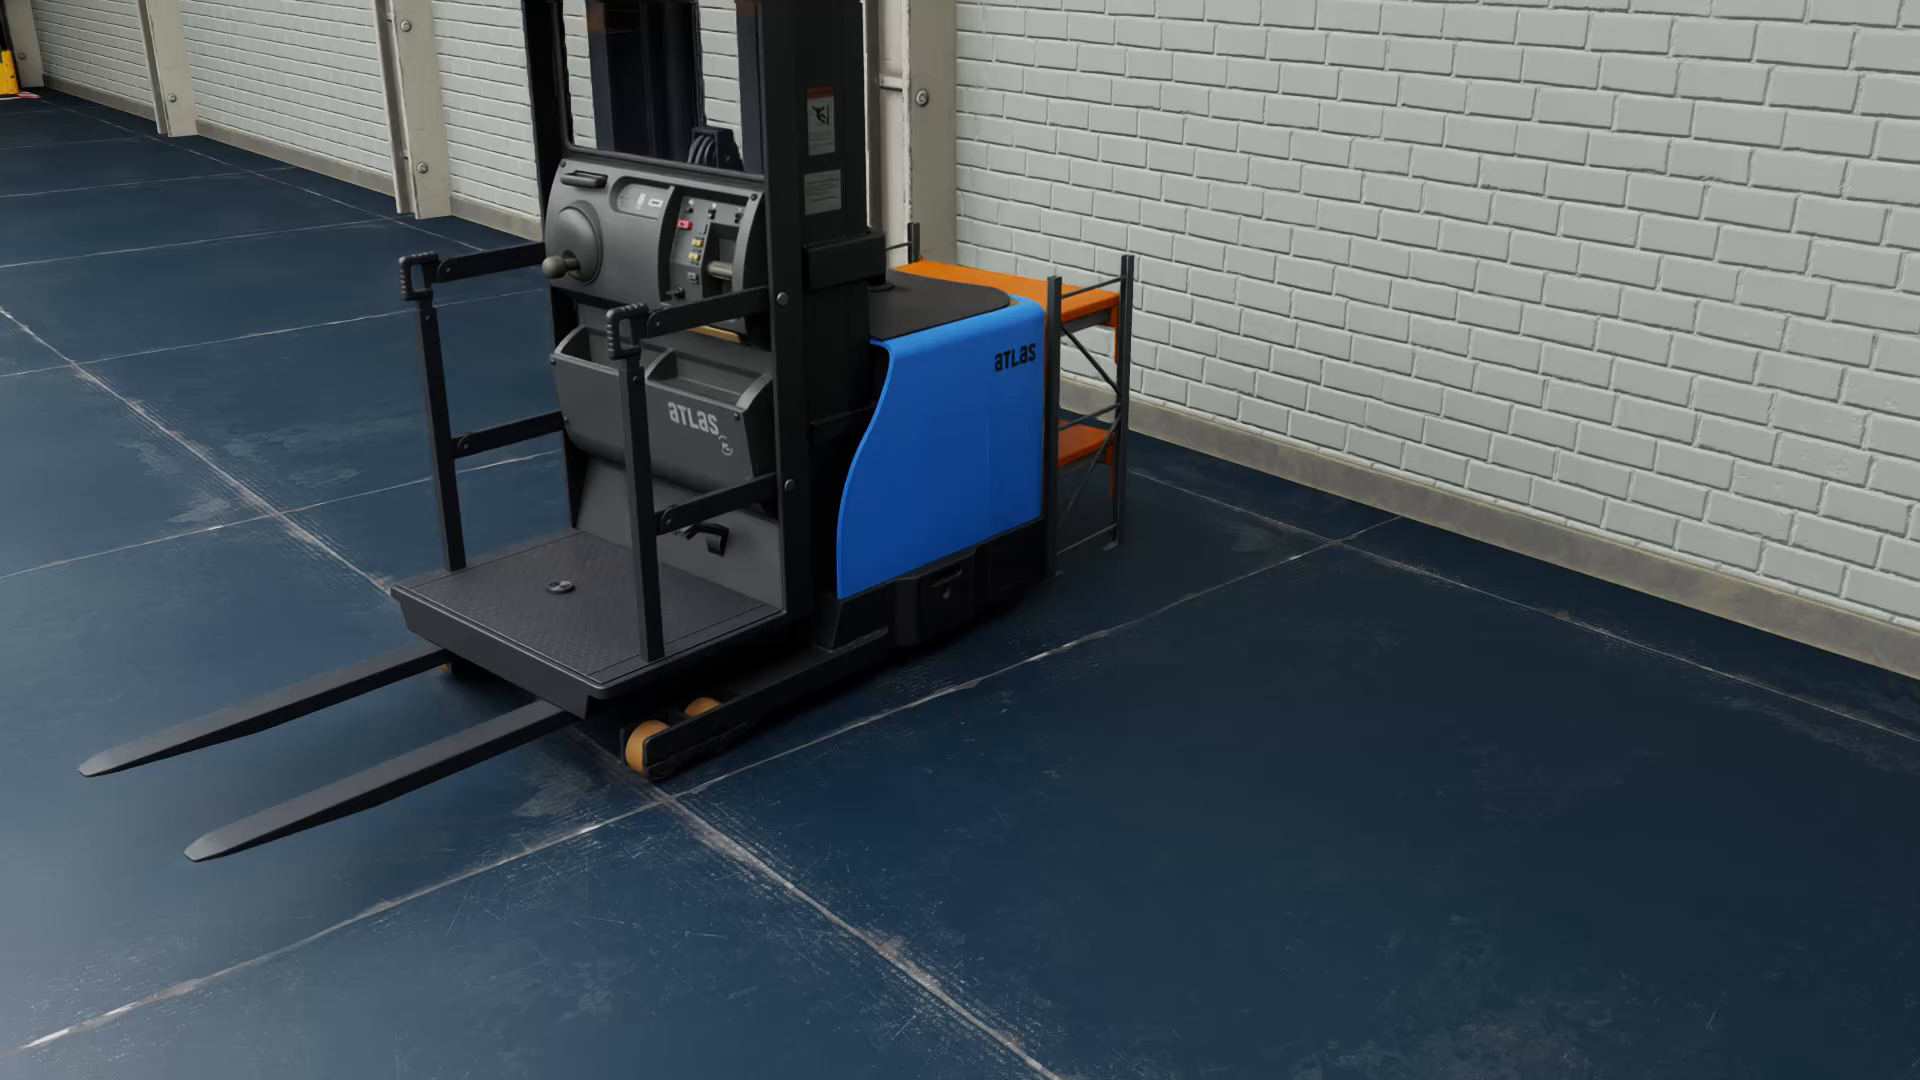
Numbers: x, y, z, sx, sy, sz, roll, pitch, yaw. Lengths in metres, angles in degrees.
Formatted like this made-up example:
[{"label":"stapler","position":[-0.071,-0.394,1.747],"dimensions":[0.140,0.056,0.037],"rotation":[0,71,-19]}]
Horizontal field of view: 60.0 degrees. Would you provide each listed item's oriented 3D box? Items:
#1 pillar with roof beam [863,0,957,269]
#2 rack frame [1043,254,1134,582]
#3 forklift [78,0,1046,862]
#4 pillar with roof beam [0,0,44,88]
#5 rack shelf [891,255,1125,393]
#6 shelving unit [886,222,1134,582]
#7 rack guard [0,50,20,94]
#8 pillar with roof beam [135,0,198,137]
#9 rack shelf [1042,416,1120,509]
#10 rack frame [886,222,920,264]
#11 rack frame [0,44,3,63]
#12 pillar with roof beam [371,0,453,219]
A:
[{"label":"pillar with roof beam","position":[-3.519,-4.062,4.517],"dimensions":[9.100,9.000,0.400],"rotation":[-17,27,-37]},{"label":"rack frame","position":[0.467,-0.445,6.077],"dimensions":[0.032,1.125,0.500],"rotation":[16,27,35]},{"label":"forklift","position":[-1.052,-0.890,4.738],"dimensions":[1.130,2.935,3.031],"rotation":[18,28,38]},{"label":"pillar with roof beam","position":[-15.269,-9.036,17.214],"dimensions":[9.100,9.000,0.400],"rotation":[-17,27,-37]},{"label":"rack shelf","position":[0.069,-0.833,6.265],"dimensions":[1.000,0.278,0.538],"rotation":[16,27,35]},{"label":"shelving unit","position":[0.069,-0.560,6.372],"dimensions":[1.048,1.125,0.538],"rotation":[16,27,35]},{"label":"rack guard","position":[-12.220,-5.689,20.325],"dimensions":[1.175,0.500,0.348],"rotation":[-17,27,-37]},{"label":"pillar with roof beam","position":[-11.352,-7.378,12.982],"dimensions":[9.100,9.000,0.400],"rotation":[-17,27,-37]},{"label":"rack shelf","position":[0.069,-0.333,6.461],"dimensions":[1.000,0.278,0.538],"rotation":[16,27,35]},{"label":"rack frame","position":[-0.328,-0.676,6.667],"dimensions":[0.032,1.125,0.500],"rotation":[16,27,35]},{"label":"rack frame","position":[-12.236,-6.860,19.886],"dimensions":[1.000,3.000,0.127],"rotation":[-17,27,-37]},{"label":"pillar with roof beam","position":[-7.436,-5.720,8.749],"dimensions":[9.100,9.000,0.400],"rotation":[-17,27,-37]}]
